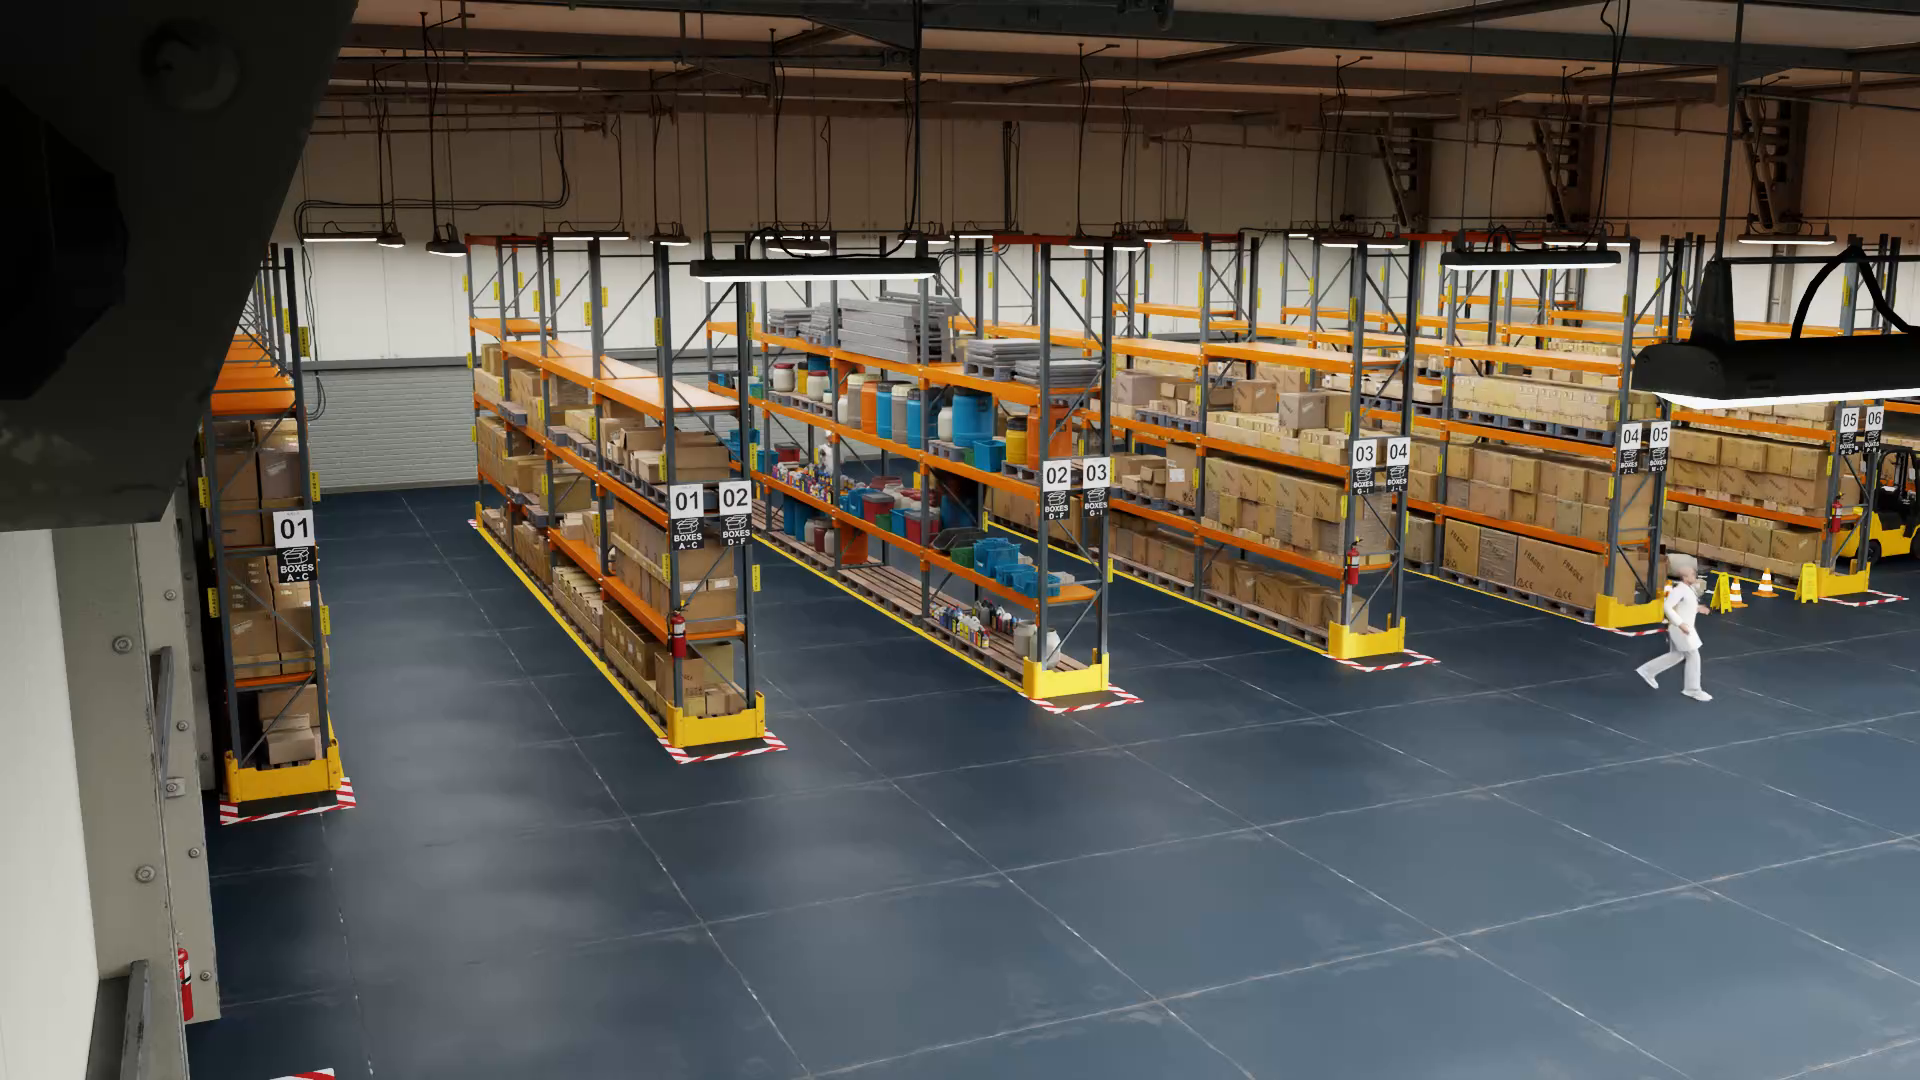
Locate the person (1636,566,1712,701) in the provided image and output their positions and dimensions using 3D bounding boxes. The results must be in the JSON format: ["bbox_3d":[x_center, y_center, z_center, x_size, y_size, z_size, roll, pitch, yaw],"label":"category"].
[{"bbox_3d":[9.587,1.217,22.198,0.972,1.792,0.693,4,12,20],"label":"person"}]

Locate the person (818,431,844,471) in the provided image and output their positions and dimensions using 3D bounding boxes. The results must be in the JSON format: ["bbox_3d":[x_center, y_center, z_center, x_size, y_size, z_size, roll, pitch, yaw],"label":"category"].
[{"bbox_3d":[-2.838,-1.520,36.404,0.699,1.779,0.820,-8,13,-34],"label":"person"}]
